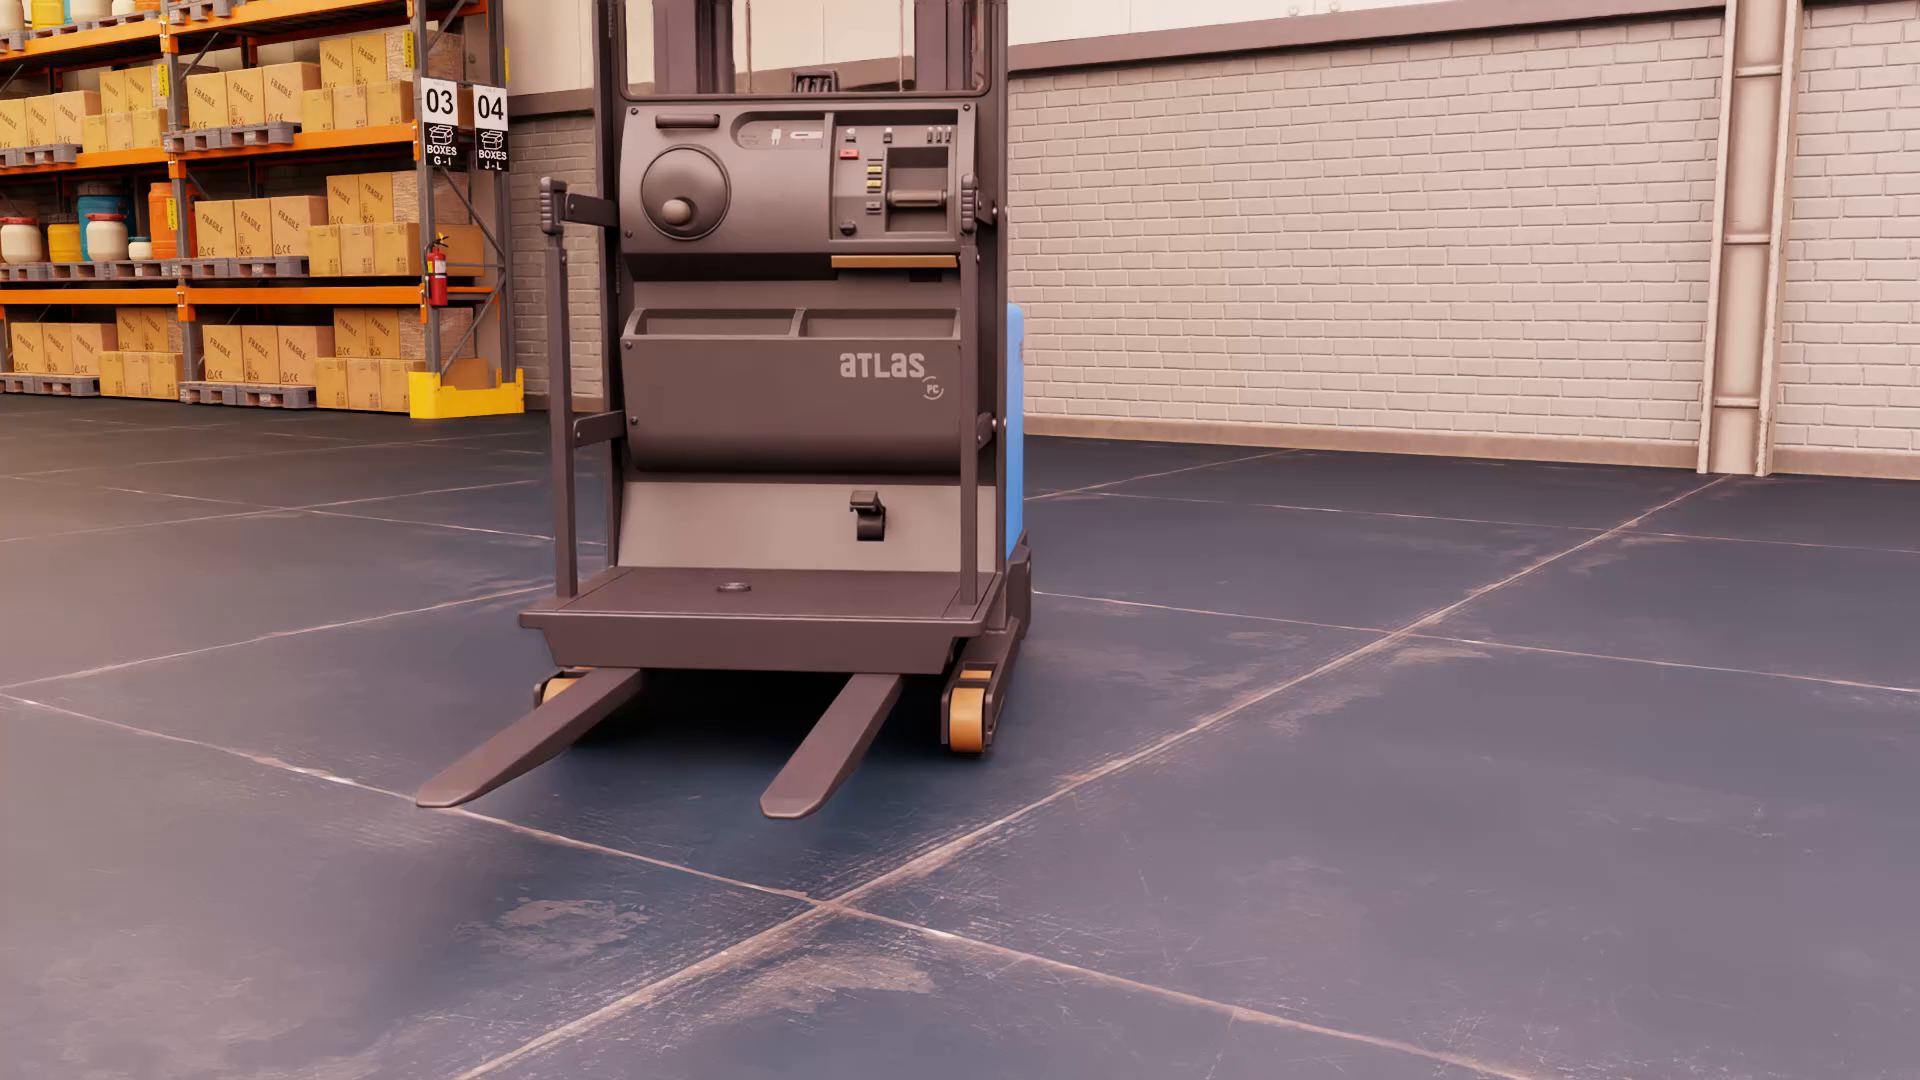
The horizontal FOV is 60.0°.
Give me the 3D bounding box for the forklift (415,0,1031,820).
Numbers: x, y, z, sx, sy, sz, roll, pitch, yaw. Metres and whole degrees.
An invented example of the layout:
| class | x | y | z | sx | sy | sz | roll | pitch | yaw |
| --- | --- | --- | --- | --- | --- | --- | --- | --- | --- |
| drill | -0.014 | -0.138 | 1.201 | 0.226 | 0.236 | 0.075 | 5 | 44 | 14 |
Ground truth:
| class | x | y | z | sx | sy | sz | roll | pitch | yaw |
| --- | --- | --- | --- | --- | --- | --- | --- | --- | --- |
| forklift | -0.444 | -0.986 | 4.126 | 1.130 | 2.935 | 3.031 | 1 | 8 | 6 |
